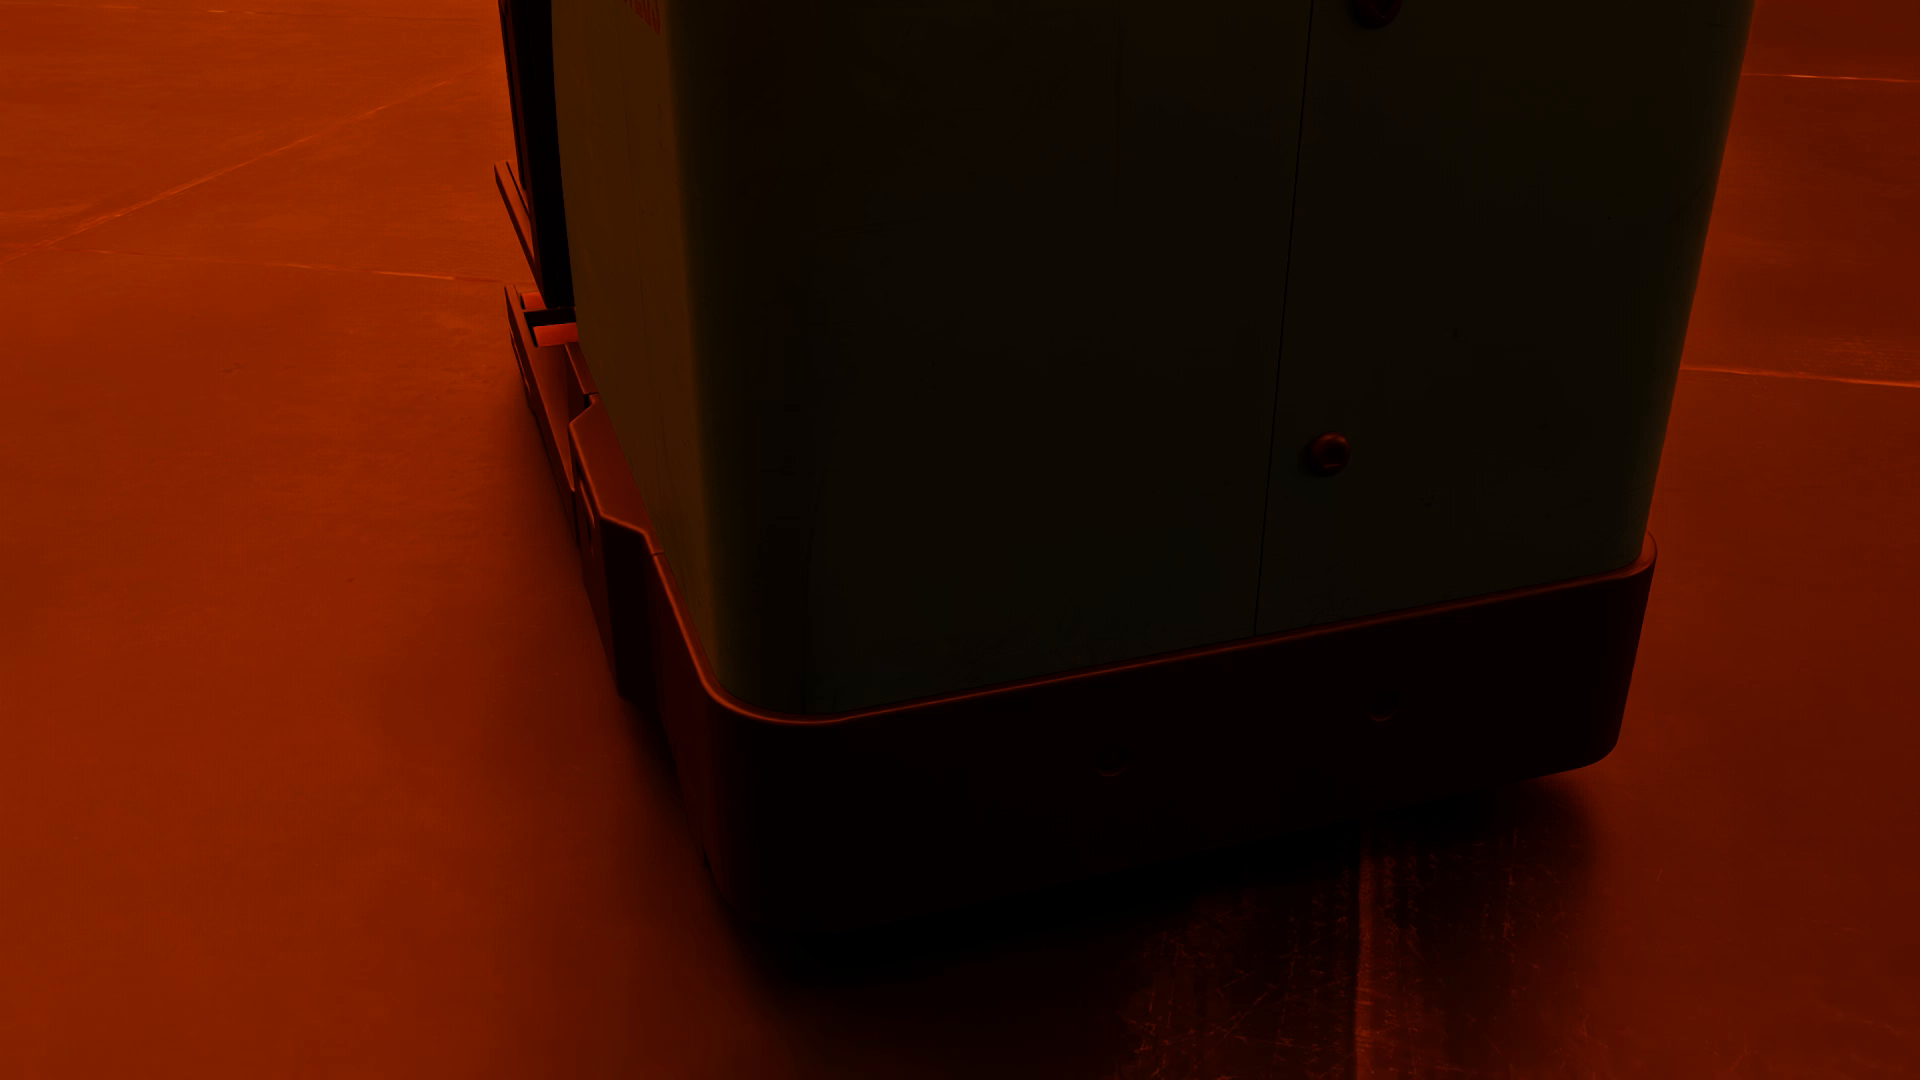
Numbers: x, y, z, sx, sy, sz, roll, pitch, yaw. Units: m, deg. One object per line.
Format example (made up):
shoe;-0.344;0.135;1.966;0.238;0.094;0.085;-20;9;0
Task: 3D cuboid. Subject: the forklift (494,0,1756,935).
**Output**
forklift;-0.204;-1.575;2.368;1.130;2.935;3.031;-9;28;-17
